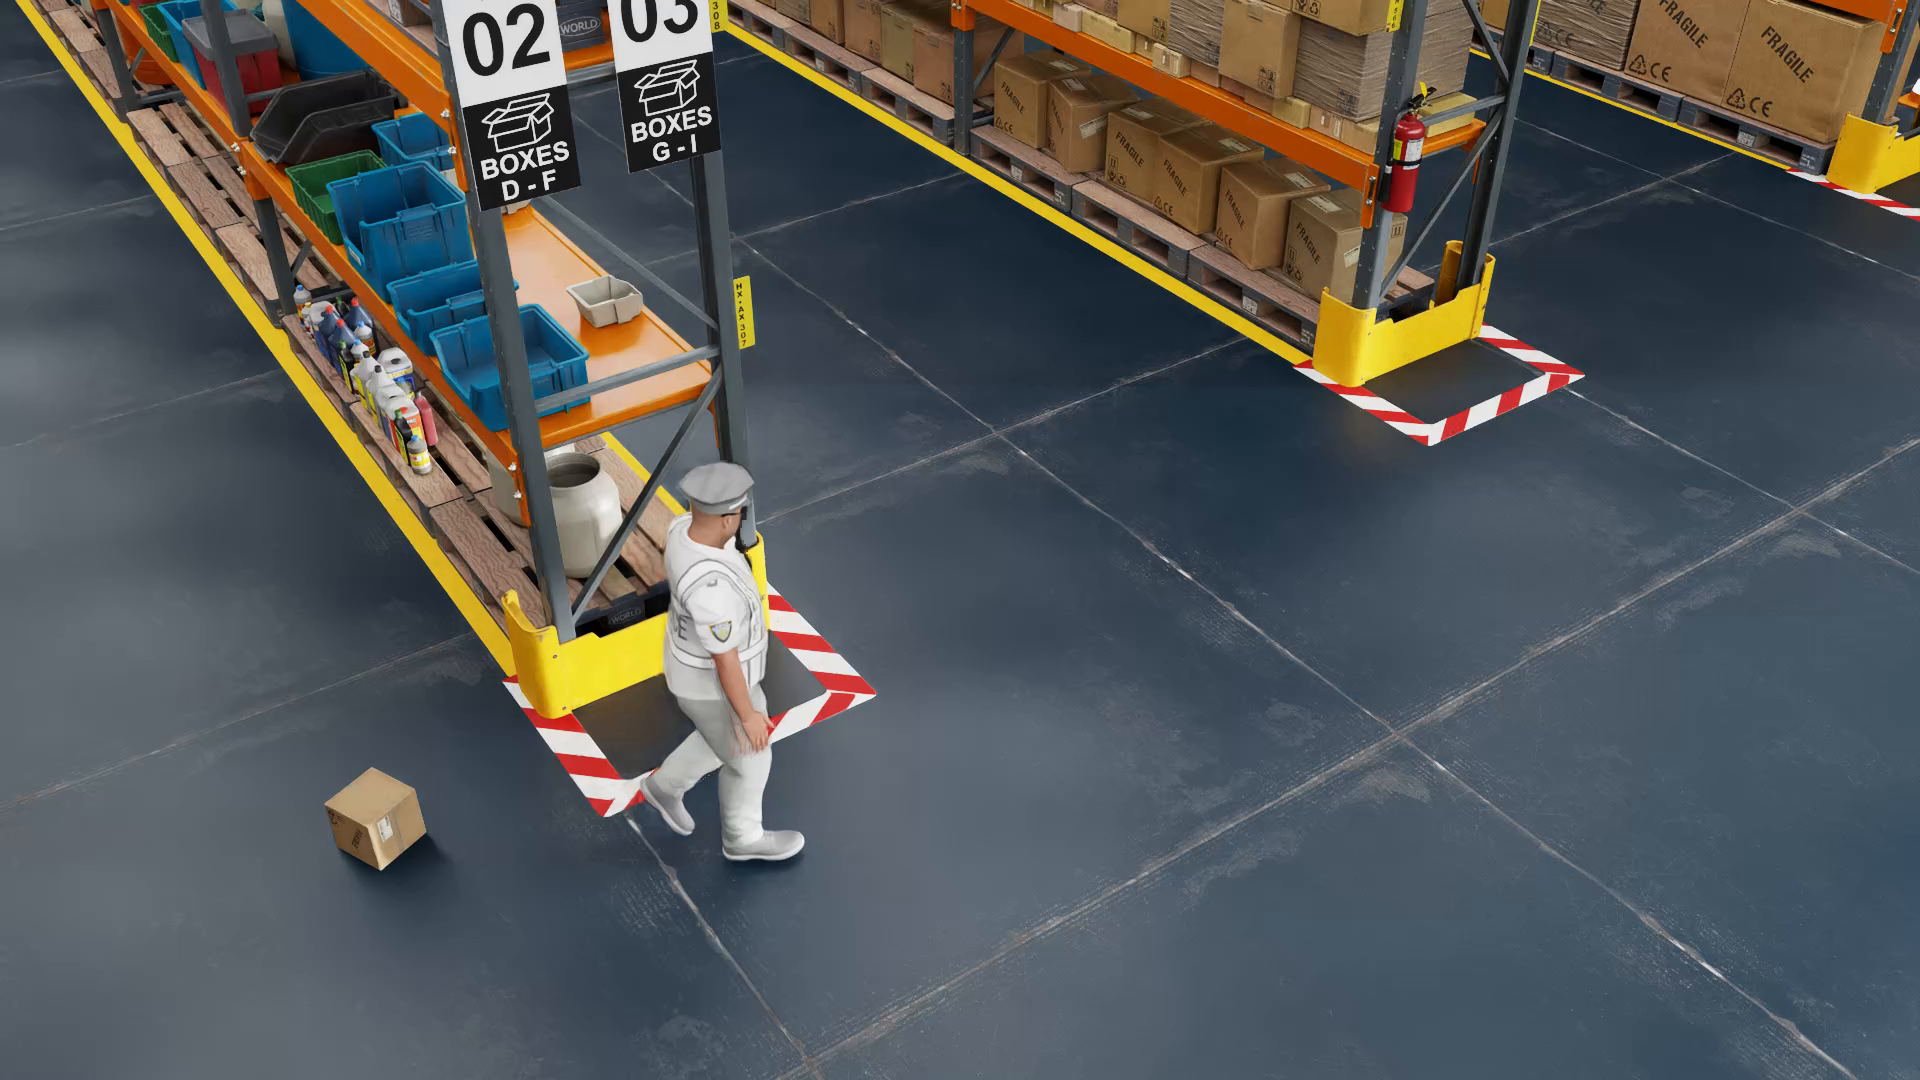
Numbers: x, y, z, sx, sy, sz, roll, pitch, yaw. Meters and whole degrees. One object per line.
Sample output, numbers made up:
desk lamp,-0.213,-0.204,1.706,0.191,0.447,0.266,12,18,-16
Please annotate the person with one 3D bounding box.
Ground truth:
person,-0.961,0.507,6.279,0.608,1.723,0.620,-9,37,-13
